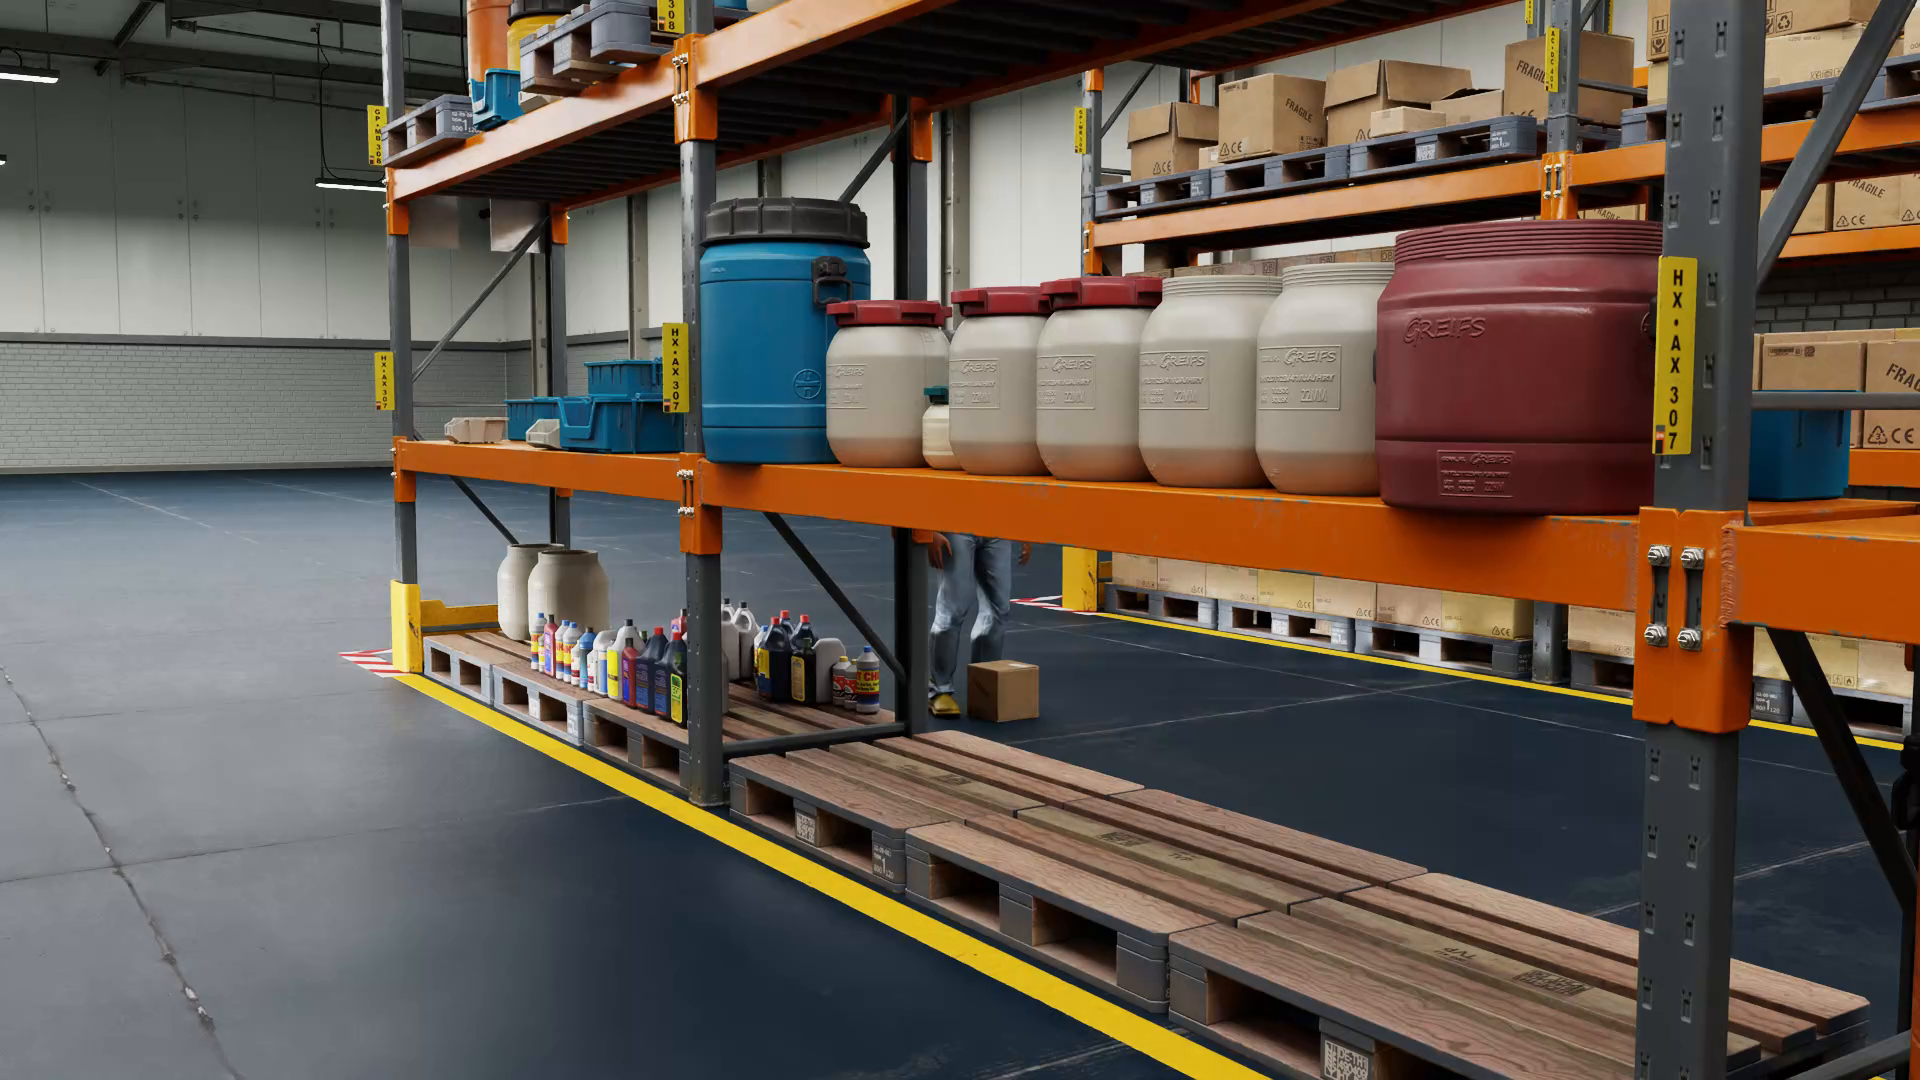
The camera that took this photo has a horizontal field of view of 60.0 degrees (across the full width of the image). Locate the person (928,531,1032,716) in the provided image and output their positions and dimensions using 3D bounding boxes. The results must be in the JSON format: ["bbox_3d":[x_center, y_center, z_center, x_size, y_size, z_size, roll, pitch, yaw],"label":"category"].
[{"bbox_3d":[0.082,-0.037,8.173,0.636,1.761,0.454,-3,6,-36],"label":"person"}]
